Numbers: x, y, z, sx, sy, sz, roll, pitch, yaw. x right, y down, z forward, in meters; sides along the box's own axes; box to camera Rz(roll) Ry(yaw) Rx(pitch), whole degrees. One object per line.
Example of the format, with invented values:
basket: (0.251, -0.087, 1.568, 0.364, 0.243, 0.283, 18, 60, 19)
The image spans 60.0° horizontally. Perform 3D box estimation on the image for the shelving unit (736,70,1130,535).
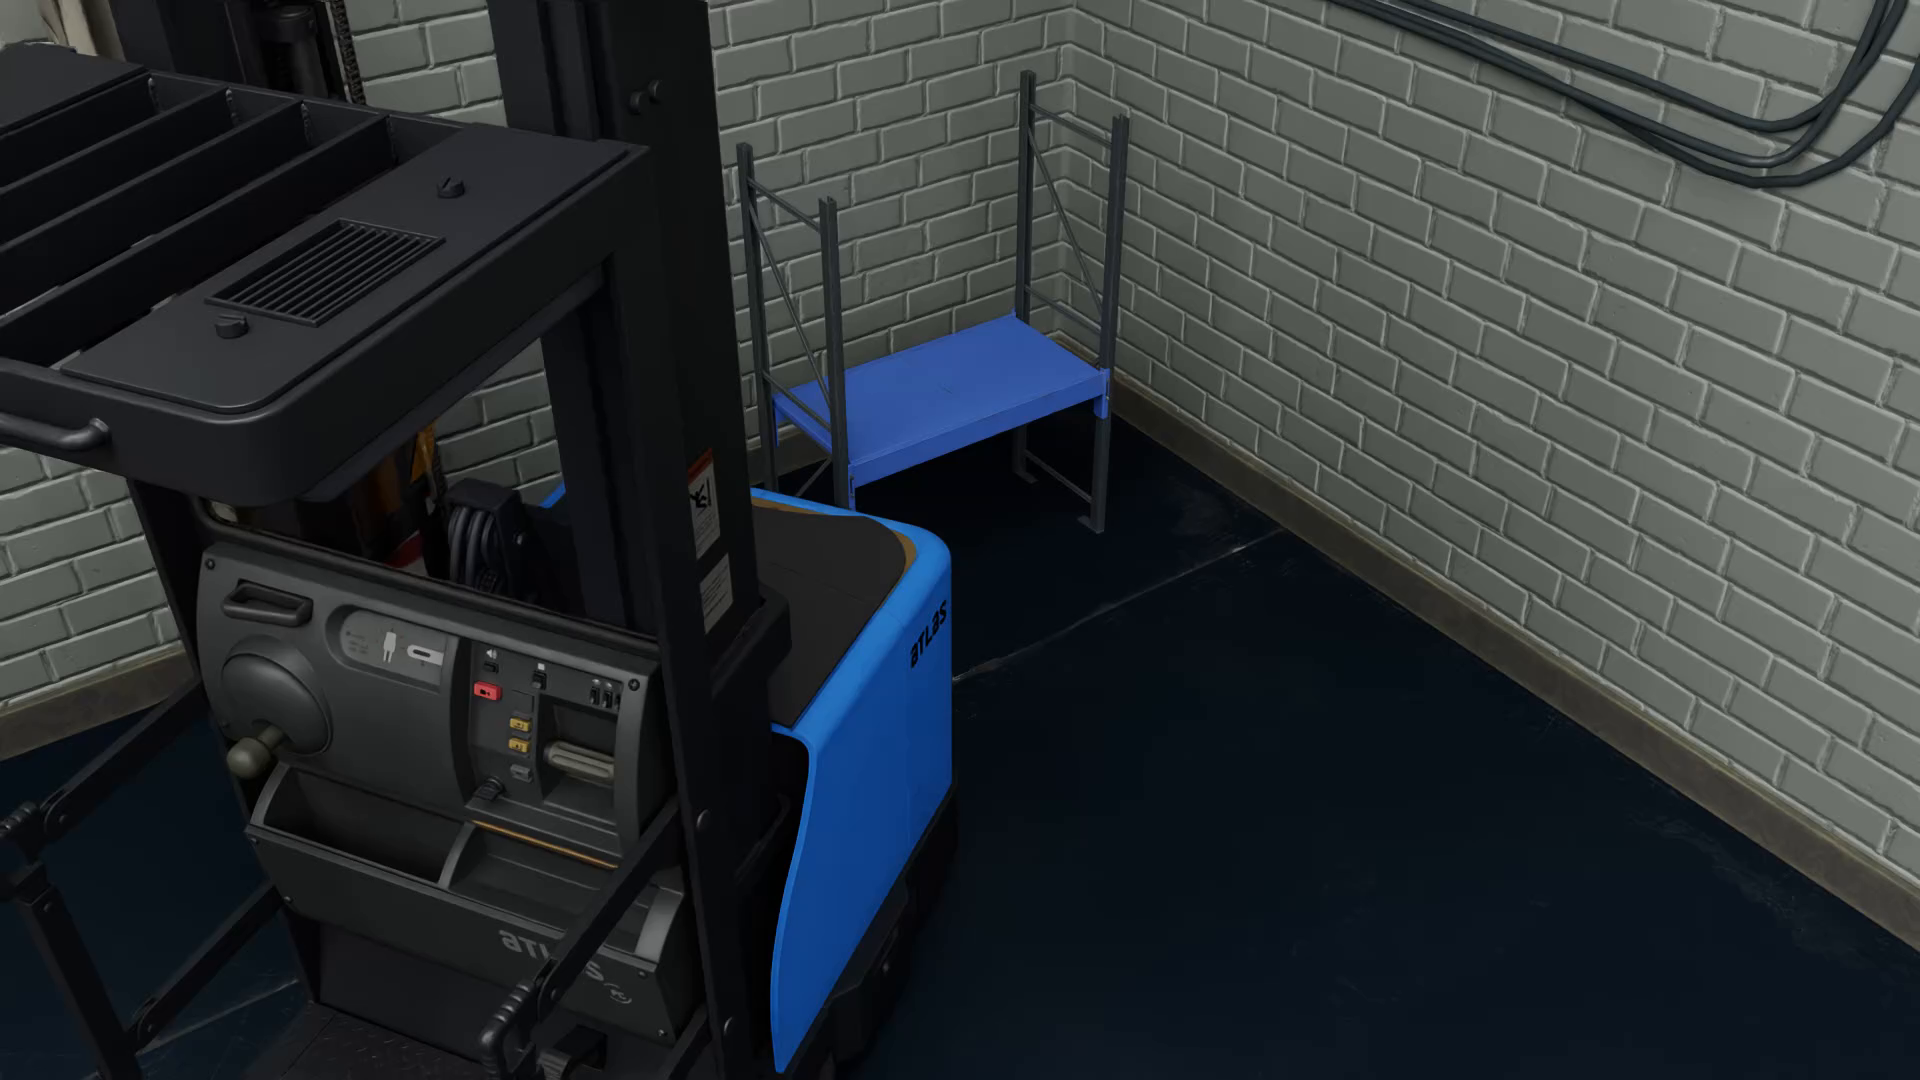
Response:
shelving unit: (-0.070, -0.580, 5.272, 1.048, 1.500, 0.538, -22, 41, -28)

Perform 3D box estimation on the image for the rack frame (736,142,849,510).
rack frame: (-0.485, -0.409, 5.034, 0.032, 1.500, 0.500, -22, 41, -28)

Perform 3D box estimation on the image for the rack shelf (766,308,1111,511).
rack shelf: (-0.070, -0.434, 5.377, 1.000, 0.185, 0.538, -22, 41, -28)

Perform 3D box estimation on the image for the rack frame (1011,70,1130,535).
rack frame: (0.346, -0.751, 5.510, 0.032, 1.500, 0.500, -22, 41, -28)

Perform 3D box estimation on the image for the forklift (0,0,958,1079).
forklift: (-1.030, 0.354, 2.747, 1.130, 2.935, 3.031, 13, 38, 18)

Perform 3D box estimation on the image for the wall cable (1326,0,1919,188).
wall cable: (1.145, -2.413, 4.057, 0.112, 2.526, 3.097, -22, 41, -28)
